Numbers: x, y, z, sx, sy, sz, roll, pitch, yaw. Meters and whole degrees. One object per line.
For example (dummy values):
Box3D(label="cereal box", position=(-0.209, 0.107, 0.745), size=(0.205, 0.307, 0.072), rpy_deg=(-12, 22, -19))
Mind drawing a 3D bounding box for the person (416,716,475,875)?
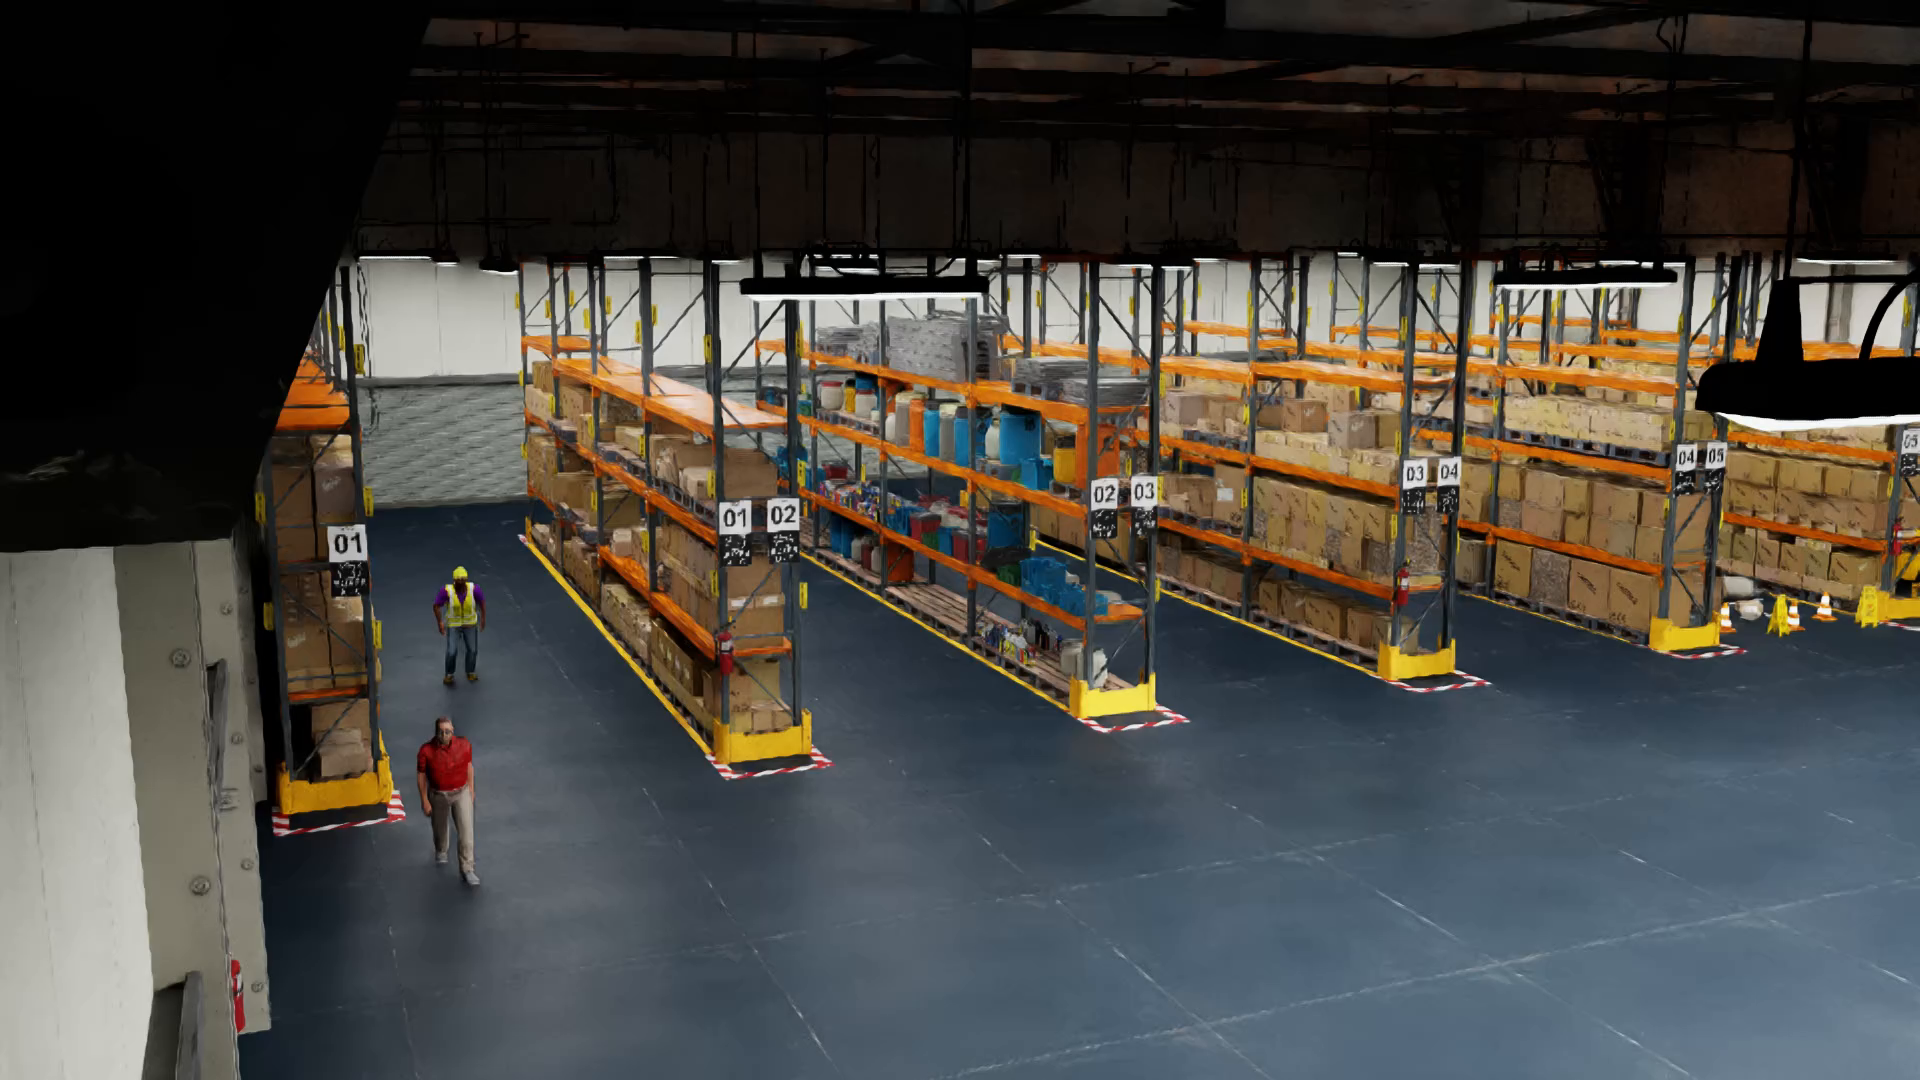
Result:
Box3D(label="person", position=(-5.121, 2.490, 16.579), size=(0.544, 1.584, 0.895), rpy_deg=(-4, 11, -19))

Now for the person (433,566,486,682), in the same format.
Box3D(label="person", position=(-7.126, 1.203, 23.749), size=(0.719, 1.714, 0.578), rpy_deg=(-5, 11, -23))

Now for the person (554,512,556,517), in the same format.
Box3D(label="person", position=(-8.884, -1.304, 37.648), size=(0.609, 1.604, 0.814), rpy_deg=(-8, 13, -38))
